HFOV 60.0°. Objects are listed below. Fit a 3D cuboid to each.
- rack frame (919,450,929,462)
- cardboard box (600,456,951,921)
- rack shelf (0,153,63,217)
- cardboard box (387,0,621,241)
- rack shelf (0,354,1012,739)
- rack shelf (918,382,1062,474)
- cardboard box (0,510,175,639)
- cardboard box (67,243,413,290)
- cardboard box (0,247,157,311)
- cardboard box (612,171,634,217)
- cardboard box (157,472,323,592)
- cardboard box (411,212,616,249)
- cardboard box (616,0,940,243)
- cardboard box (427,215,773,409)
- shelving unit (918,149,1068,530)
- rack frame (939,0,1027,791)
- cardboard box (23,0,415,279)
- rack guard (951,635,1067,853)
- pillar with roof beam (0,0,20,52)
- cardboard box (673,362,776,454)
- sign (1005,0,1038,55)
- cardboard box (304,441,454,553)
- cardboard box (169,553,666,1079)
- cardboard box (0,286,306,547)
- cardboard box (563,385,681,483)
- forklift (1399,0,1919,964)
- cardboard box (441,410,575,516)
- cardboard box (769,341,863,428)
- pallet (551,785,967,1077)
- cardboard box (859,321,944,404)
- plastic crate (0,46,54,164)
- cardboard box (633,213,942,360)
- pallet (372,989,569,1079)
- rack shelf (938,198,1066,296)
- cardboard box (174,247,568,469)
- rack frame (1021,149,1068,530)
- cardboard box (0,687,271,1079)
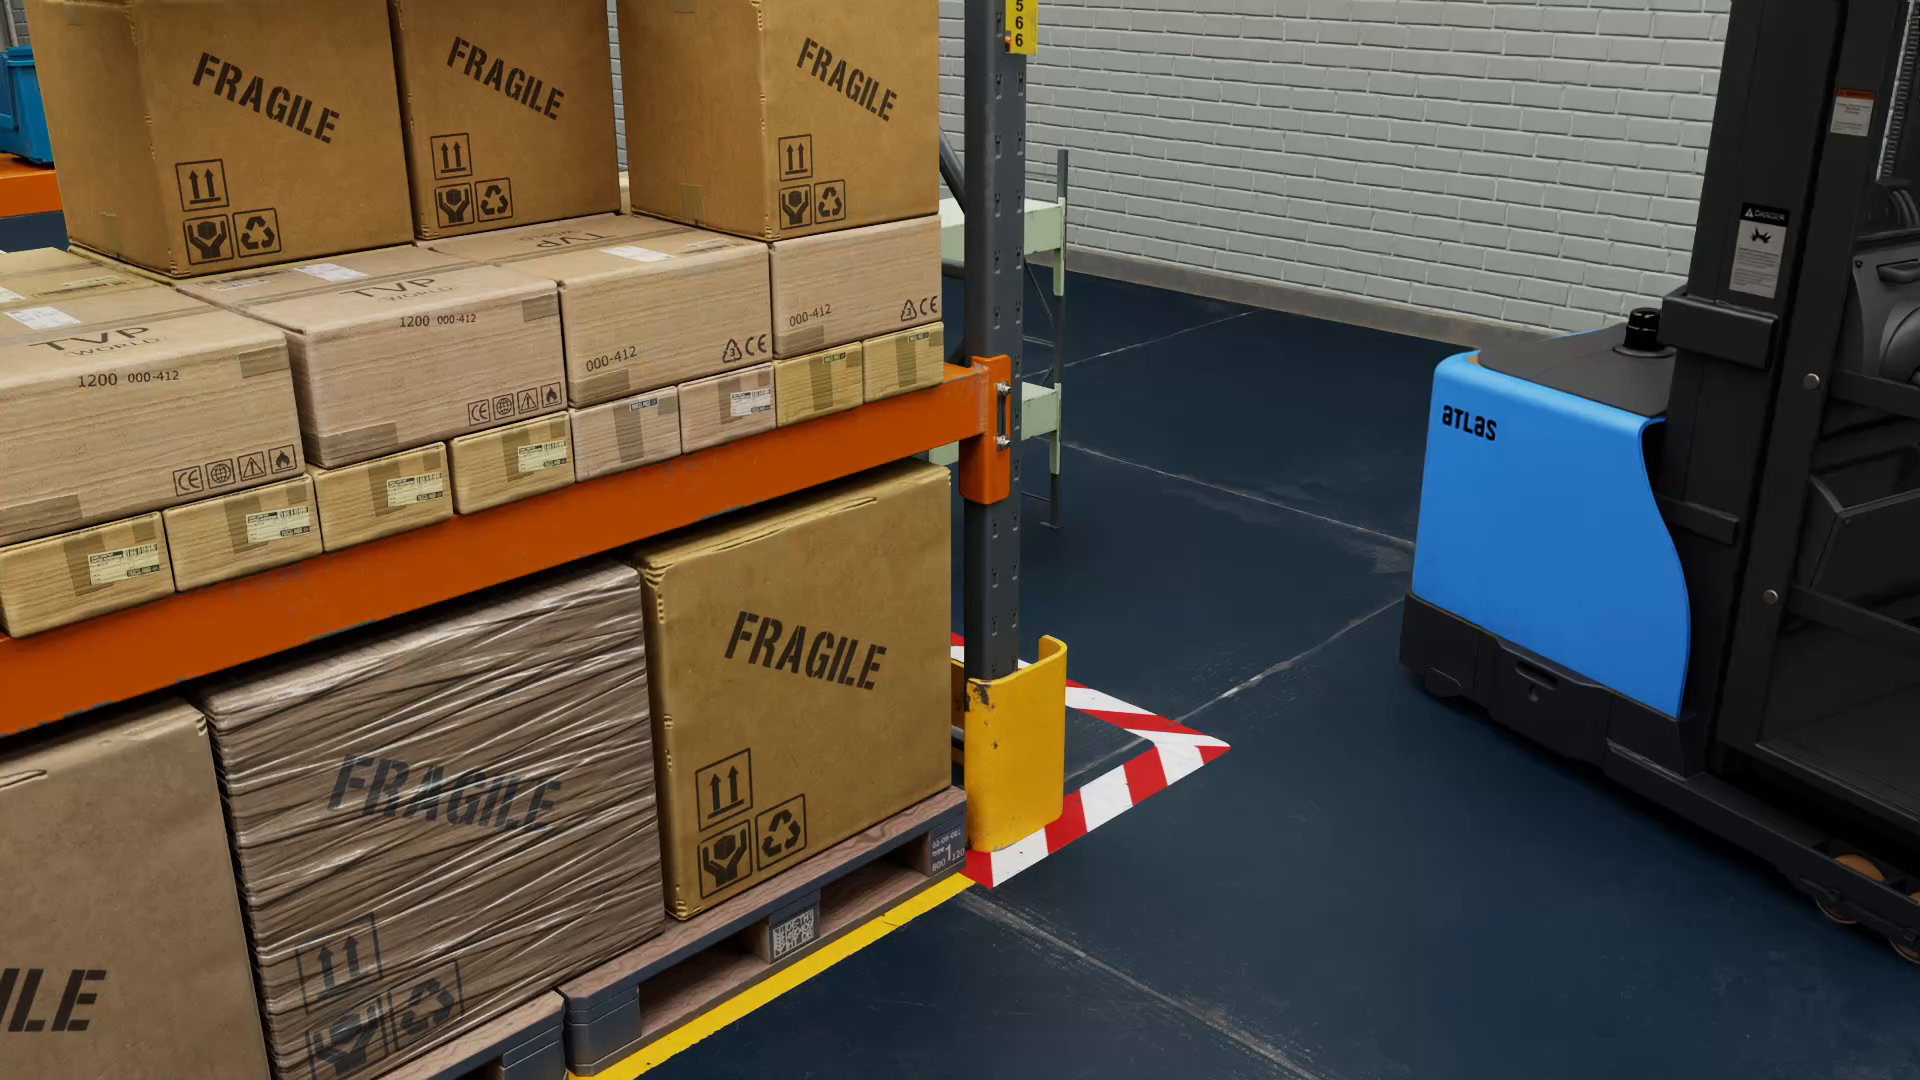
[{"bbox_3d":[-0.260,-0.604,6.056,0.400,1.500,0.023,19,28,41],"label":"rack frame"},{"bbox_3d":[-0.632,0.236,4.155,0.875,0.875,0.875,19,28,41],"label":"cardboard box"},{"bbox_3d":[-5.187,-1.134,6.346,1.077,0.370,4.000,19,28,41],"label":"rack shelf"},{"bbox_3d":[-1.120,-0.979,3.689,0.500,0.500,0.500,18,28,39],"label":"cardboard box"},{"bbox_3d":[-1.638,0.106,3.121,1.077,0.370,4.000,19,28,41],"label":"rack shelf"},{"bbox_3d":[-0.005,-0.394,6.418,0.431,0.370,0.720,19,28,41],"label":"rack shelf"},{"bbox_3d":[-1.503,0.007,2.724,0.380,0.149,0.250,18,28,39],"label":"cardboard box"},{"bbox_3d":[-1.483,-0.494,3.472,0.500,0.250,0.500,18,27,39],"label":"cardboard box"},{"bbox_3d":[-1.843,-0.358,3.120,0.500,0.250,0.500,19,28,40],"label":"cardboard box"},{"bbox_3d":[-0.772,-0.757,4.158,0.500,0.250,0.500,18,28,39],"label":"cardboard box"},{"bbox_3d":[-1.322,-0.060,2.900,0.250,0.149,0.380,-19,28,-41],"label":"cardboard box"},{"bbox_3d":[-1.129,-0.622,3.806,0.500,0.250,0.500,19,28,40],"label":"cardboard box"},{"bbox_3d":[-0.395,-0.972,3.672,0.500,0.500,0.500,20,29,41],"label":"cardboard box"},{"bbox_3d":[-0.746,-0.492,3.467,0.500,0.250,0.500,19,28,40],"label":"cardboard box"},{"bbox_3d":[-0.005,-0.698,6.301,0.431,1.500,0.755,19,28,41],"label":"shelving unit"},{"bbox_3d":[-0.243,-0.744,4.330,1.000,3.000,0.127,19,28,41],"label":"rack frame"},{"bbox_3d":[-1.477,-0.844,3.339,0.500,0.500,0.500,18,28,39],"label":"cardboard box"},{"bbox_3d":[-0.227,0.417,4.794,1.175,0.500,0.348,19,28,41],"label":"rack guard"},{"bbox_3d":[-6.542,-7.097,12.495,9.100,9.000,0.400,19,28,41],"label":"pillar with roof beam"},{"bbox_3d":[-0.613,-0.321,3.579,0.380,0.149,0.250,19,28,41],"label":"cardboard box"},{"bbox_3d":[0.136,-1.256,3.717,0.100,0.325,0.005,19,28,41],"label":"sign"},{"bbox_3d":[-1.148,-0.123,3.064,0.380,0.149,0.250,19,28,41],"label":"cardboard box"},{"bbox_3d":[-1.267,0.470,3.547,0.875,0.875,0.875,19,28,41],"label":"cardboard box"},{"bbox_3d":[-1.461,-0.226,2.776,0.500,0.250,0.500,19,28,41],"label":"cardboard box"},{"bbox_3d":[-0.787,-0.257,3.413,0.250,0.149,0.380,-20,28,-41],"label":"cardboard box"},{"bbox_3d":[2.588,-0.549,3.917,1.130,2.935,3.031,-12,24,-28],"label":"forklift"},{"bbox_3d":[-0.967,-0.190,3.238,0.380,0.149,0.250,18,28,39],"label":"cardboard box"},{"bbox_3d":[-0.436,-0.386,3.747,0.380,0.149,0.250,20,28,41],"label":"cardboard box"},{"bbox_3d":[-0.745,0.783,4.244,1.003,0.211,1.213,19,28,41],"label":"pallet"},{"bbox_3d":[-0.256,-0.453,3.922,0.250,0.149,0.380,-20,28,-41],"label":"cardboard box"},{"bbox_3d":[-3.892,-1.895,7.192,0.616,0.435,0.499,19,28,41],"label":"plastic crate"},{"bbox_3d":[-0.391,-0.622,3.806,0.500,0.250,0.500,19,28,40],"label":"cardboard box"},{"bbox_3d":[-1.596,1.095,3.432,1.003,0.211,1.213,19,28,41],"label":"pallet"},{"bbox_3d":[-0.005,-1.063,6.161,0.431,0.370,0.720,19,28,41],"label":"rack shelf"},{"bbox_3d":[-1.100,-0.361,3.127,0.500,0.250,0.500,18,27,39],"label":"cardboard box"},{"bbox_3d":[0.251,-0.792,6.546,0.400,1.500,0.023,19,28,41],"label":"rack frame"},{"bbox_3d":[-1.888,0.699,2.952,0.875,0.875,0.875,19,28,41],"label":"cardboard box"}]
